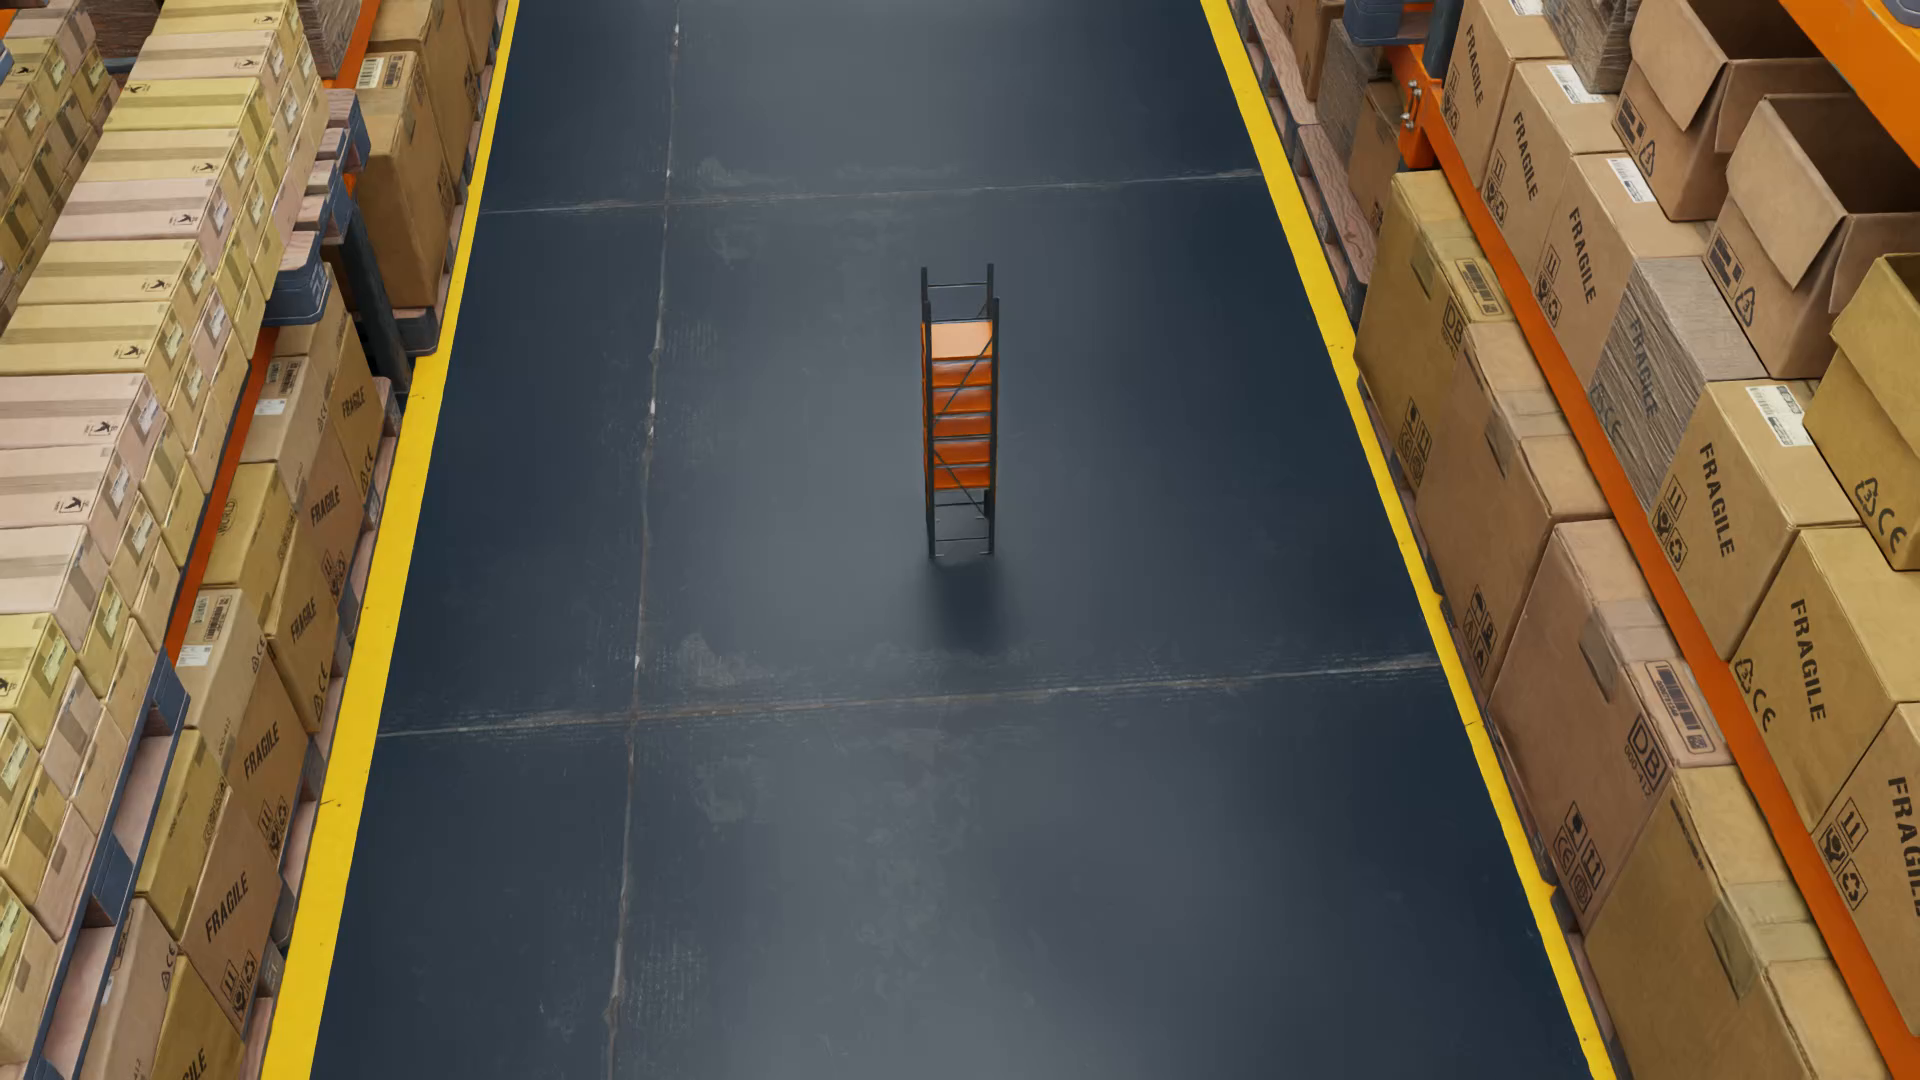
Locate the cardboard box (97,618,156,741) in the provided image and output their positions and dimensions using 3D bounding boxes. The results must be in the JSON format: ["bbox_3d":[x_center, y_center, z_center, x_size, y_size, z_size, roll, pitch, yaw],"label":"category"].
[{"bbox_3d":[-2.065,0.325,3.760,0.380,0.149,0.250,-3,47,-3],"label":"cardboard box"}]

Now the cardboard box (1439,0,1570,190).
[{"bbox_3d":[1.961,-1.530,5.564,0.500,0.500,0.500,-2,47,-2],"label":"cardboard box"}]

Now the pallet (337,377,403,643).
[{"bbox_3d":[-2.696,-0.111,6.210,1.003,0.211,1.213,-3,47,-3],"label":"pallet"}]

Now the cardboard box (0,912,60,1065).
[{"bbox_3d":[-1.999,0.888,3.227,0.380,0.149,0.250,-6,47,-5],"label":"cardboard box"}]

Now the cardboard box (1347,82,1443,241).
[{"bbox_3d":[2.115,-1.639,7.155,0.700,0.500,0.500,-6,47,-5],"label":"cardboard box"}]

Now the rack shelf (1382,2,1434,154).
[{"bbox_3d":[2.024,-3.063,7.581,1.077,0.370,4.000,-3,47,-3],"label":"rack shelf"}]

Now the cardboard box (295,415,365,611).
[{"bbox_3d":[-2.404,-0.084,5.696,0.500,0.500,0.500,-2,47,-2],"label":"cardboard box"}]

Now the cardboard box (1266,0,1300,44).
[{"bbox_3d":[1.955,-2.853,8.304,0.700,0.500,0.500,-7,47,-7],"label":"cardboard box"}]

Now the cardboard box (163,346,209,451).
[{"bbox_3d":[-2.132,-0.346,4.190,0.380,0.149,0.250,-4,47,-4],"label":"cardboard box"}]

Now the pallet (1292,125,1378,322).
[{"bbox_3d":[2.127,-1.470,7.497,1.003,0.211,1.213,-3,47,-3],"label":"pallet"}]

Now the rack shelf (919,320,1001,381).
[{"bbox_3d":[-0.001,-0.640,5.595,0.258,0.103,0.180,-3,47,-3],"label":"rack shelf"}]

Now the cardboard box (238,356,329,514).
[{"bbox_3d":[-2.388,-0.334,5.417,0.500,0.250,0.500,-3,47,-3],"label":"cardboard box"}]

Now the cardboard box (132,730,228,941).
[{"bbox_3d":[-2.270,0.780,4.361,0.500,0.250,0.500,-2,47,-2],"label":"cardboard box"}]

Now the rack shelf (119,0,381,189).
[{"bbox_3d":[-2.927,-2.835,7.364,1.077,0.370,4.000,-3,47,-3],"label":"rack shelf"}]

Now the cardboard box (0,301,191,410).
[{"bbox_3d":[-2.135,-0.447,4.081,0.380,0.149,0.250,-2,47,-2],"label":"cardboard box"}]

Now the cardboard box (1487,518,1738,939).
[{"bbox_3d":[2.377,0.508,4.877,1.225,0.875,0.875,-5,47,-5],"label":"cardboard box"}]

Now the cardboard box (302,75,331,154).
[{"bbox_3d":[-2.260,-1.364,5.360,0.380,0.149,0.250,-3,47,-3],"label":"cardboard box"}]

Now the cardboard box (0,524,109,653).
[{"bbox_3d":[-2.066,0.116,3.549,0.380,0.149,0.250,-4,47,-4],"label":"cardboard box"}]

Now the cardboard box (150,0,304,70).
[{"bbox_3d":[-2.262,-1.571,5.146,0.380,0.149,0.250,-5,47,-5],"label":"cardboard box"}]

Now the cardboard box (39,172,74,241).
[{"bbox_3d":[-2.878,-0.968,4.984,0.380,0.149,0.250,-1,47,-1],"label":"cardboard box"}]

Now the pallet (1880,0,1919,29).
[{"bbox_3d":[2.395,-1.558,3.724,1.003,0.211,1.213,-2,47,-1],"label":"pallet"}]

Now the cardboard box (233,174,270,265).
[{"bbox_3d":[-2.195,-0.901,4.717,0.380,0.149,0.250,-3,47,-3],"label":"cardboard box"}]

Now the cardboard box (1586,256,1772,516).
[{"bbox_3d":[2.093,-0.424,4.517,0.500,0.500,0.500,-3,47,-3],"label":"cardboard box"}]

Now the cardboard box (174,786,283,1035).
[{"bbox_3d":[-2.268,1.041,4.631,0.500,0.500,0.500,-2,47,-1],"label":"cardboard box"}]

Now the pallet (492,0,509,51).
[{"bbox_3d":[-2.955,-3.017,8.962,1.003,0.211,1.213,-3,47,-3],"label":"pallet"}]

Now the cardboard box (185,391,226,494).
[{"bbox_3d":[-2.132,-0.239,4.294,0.380,0.149,0.250,-5,47,-5],"label":"cardboard box"}]

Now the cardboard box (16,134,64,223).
[{"bbox_3d":[-2.869,-1.045,4.852,0.380,0.149,0.250,-5,47,-5],"label":"cardboard box"}]

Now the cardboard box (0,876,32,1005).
[{"bbox_3d":[-1.999,0.786,3.119,0.380,0.149,0.250,-3,47,-3],"label":"cardboard box"}]

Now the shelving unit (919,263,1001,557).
[{"bbox_3d":[-0.001,-0.423,5.824,0.258,1.200,0.189,-3,47,-3],"label":"shelving unit"}]

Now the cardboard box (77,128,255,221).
[{"bbox_3d":[-2.195,-1.007,4.611,0.380,0.149,0.250,-2,47,-2],"label":"cardboard box"}]

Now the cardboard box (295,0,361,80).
[{"bbox_3d":[-2.528,-2.011,6.020,0.500,0.500,0.500,-3,47,-3],"label":"cardboard box"}]

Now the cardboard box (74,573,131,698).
[{"bbox_3d":[-2.067,0.223,3.651,0.380,0.149,0.250,-5,47,-5],"label":"cardboard box"}]

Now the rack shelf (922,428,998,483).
[{"bbox_3d":[-0.001,-0.310,5.944,0.258,0.103,0.180,-3,47,-3],"label":"rack shelf"}]

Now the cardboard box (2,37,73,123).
[{"bbox_3d":[-2.889,-1.357,4.944,0.380,0.149,0.250,-5,47,-4],"label":"cardboard box"}]

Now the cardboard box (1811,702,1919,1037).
[{"bbox_3d":[2.215,0.674,3.476,0.500,0.500,0.500,-3,47,-3],"label":"cardboard box"}]

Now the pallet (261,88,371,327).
[{"bbox_3d":[-2.594,-1.060,5.320,1.213,0.211,1.003,-3,47,-3],"label":"pallet"}]

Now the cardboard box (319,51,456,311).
[{"bbox_3d":[-2.721,-1.452,6.819,1.050,0.750,0.750,-4,47,-4],"label":"cardboard box"}]

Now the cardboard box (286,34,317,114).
[{"bbox_3d":[-2.264,-1.466,5.251,0.380,0.149,0.250,-3,47,-2],"label":"cardboard box"}]

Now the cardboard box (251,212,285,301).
[{"bbox_3d":[-2.202,-0.818,4.842,0.380,0.149,0.250,-4,47,-4],"label":"cardboard box"}]

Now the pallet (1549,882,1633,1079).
[{"bbox_3d":[2.387,1.436,4.745,1.003,0.211,1.213,-3,47,-3],"label":"pallet"}]

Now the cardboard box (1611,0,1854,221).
[{"bbox_3d":[2.288,-1.241,4.600,0.797,0.503,0.637,-3,47,-2],"label":"cardboard box"}]
